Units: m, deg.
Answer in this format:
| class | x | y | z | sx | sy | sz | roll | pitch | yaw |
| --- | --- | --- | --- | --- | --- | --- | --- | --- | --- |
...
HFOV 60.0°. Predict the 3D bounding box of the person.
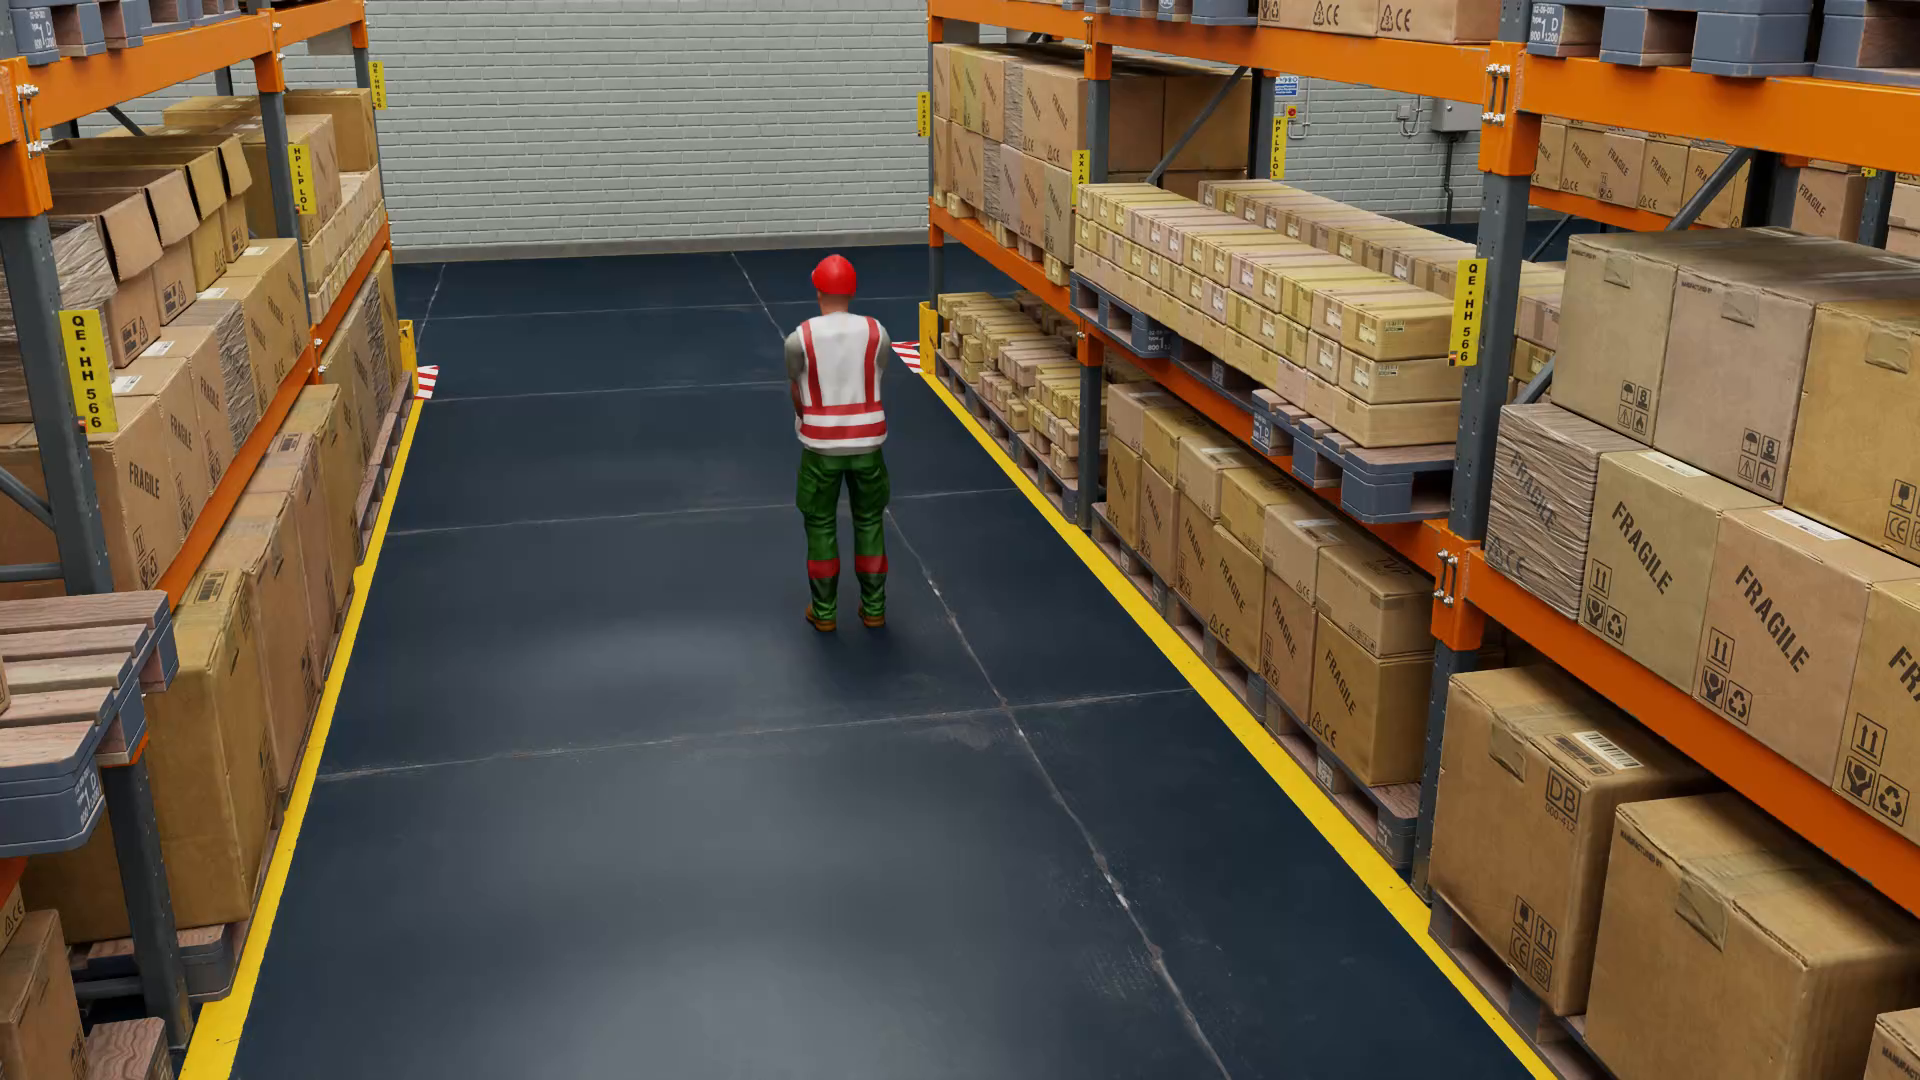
| class | x | y | z | sx | sy | sz | roll | pitch | yaw |
| --- | --- | --- | --- | --- | --- | --- | --- | --- | --- |
| person | -0.584 | -0.473 | 7.876 | 0.495 | 1.786 | 0.556 | -5 | 20 | -13 |
